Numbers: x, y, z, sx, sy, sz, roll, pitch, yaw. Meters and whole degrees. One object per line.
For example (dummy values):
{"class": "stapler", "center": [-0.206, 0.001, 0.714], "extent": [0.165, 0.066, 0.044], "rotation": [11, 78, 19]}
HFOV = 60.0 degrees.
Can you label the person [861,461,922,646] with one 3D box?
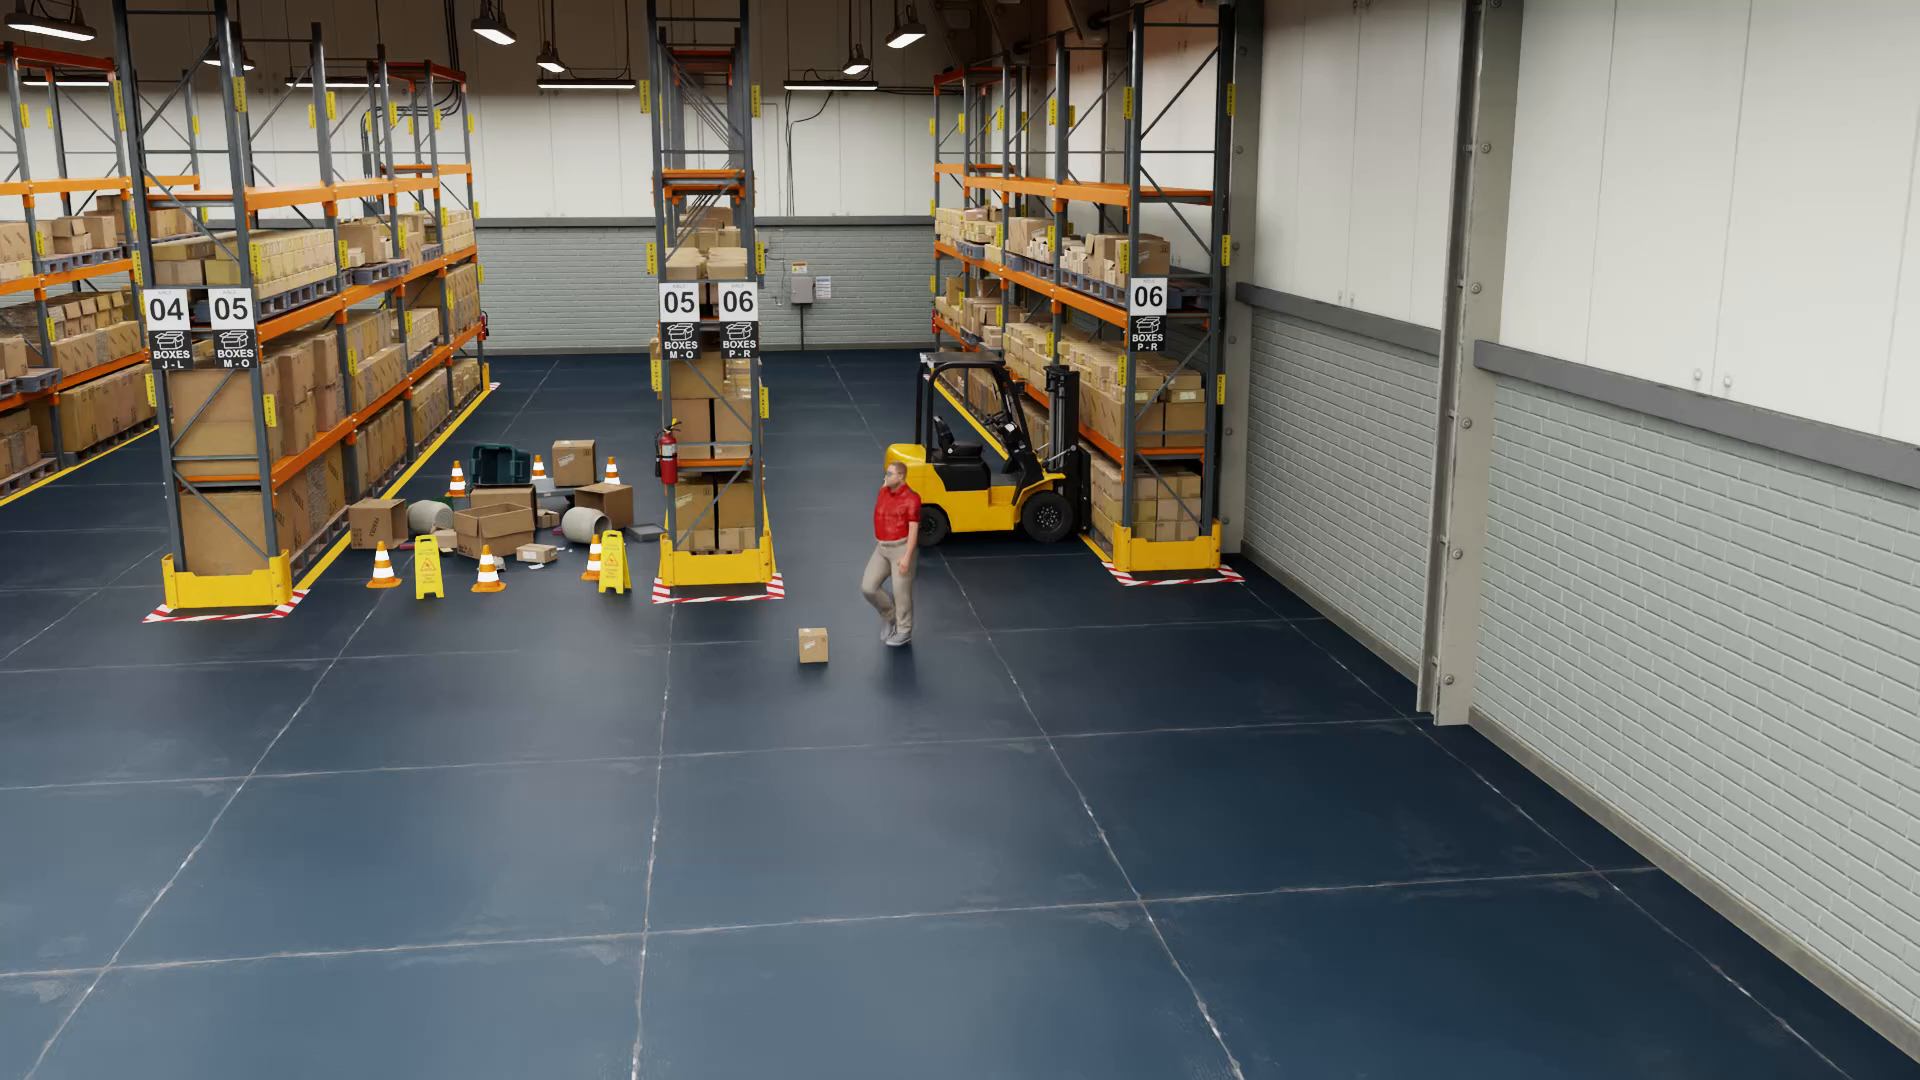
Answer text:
{"class": "person", "center": [-0.613, 0.144, 15.388], "extent": [0.543, 1.755, 0.432], "rotation": [9, 16, 35]}
